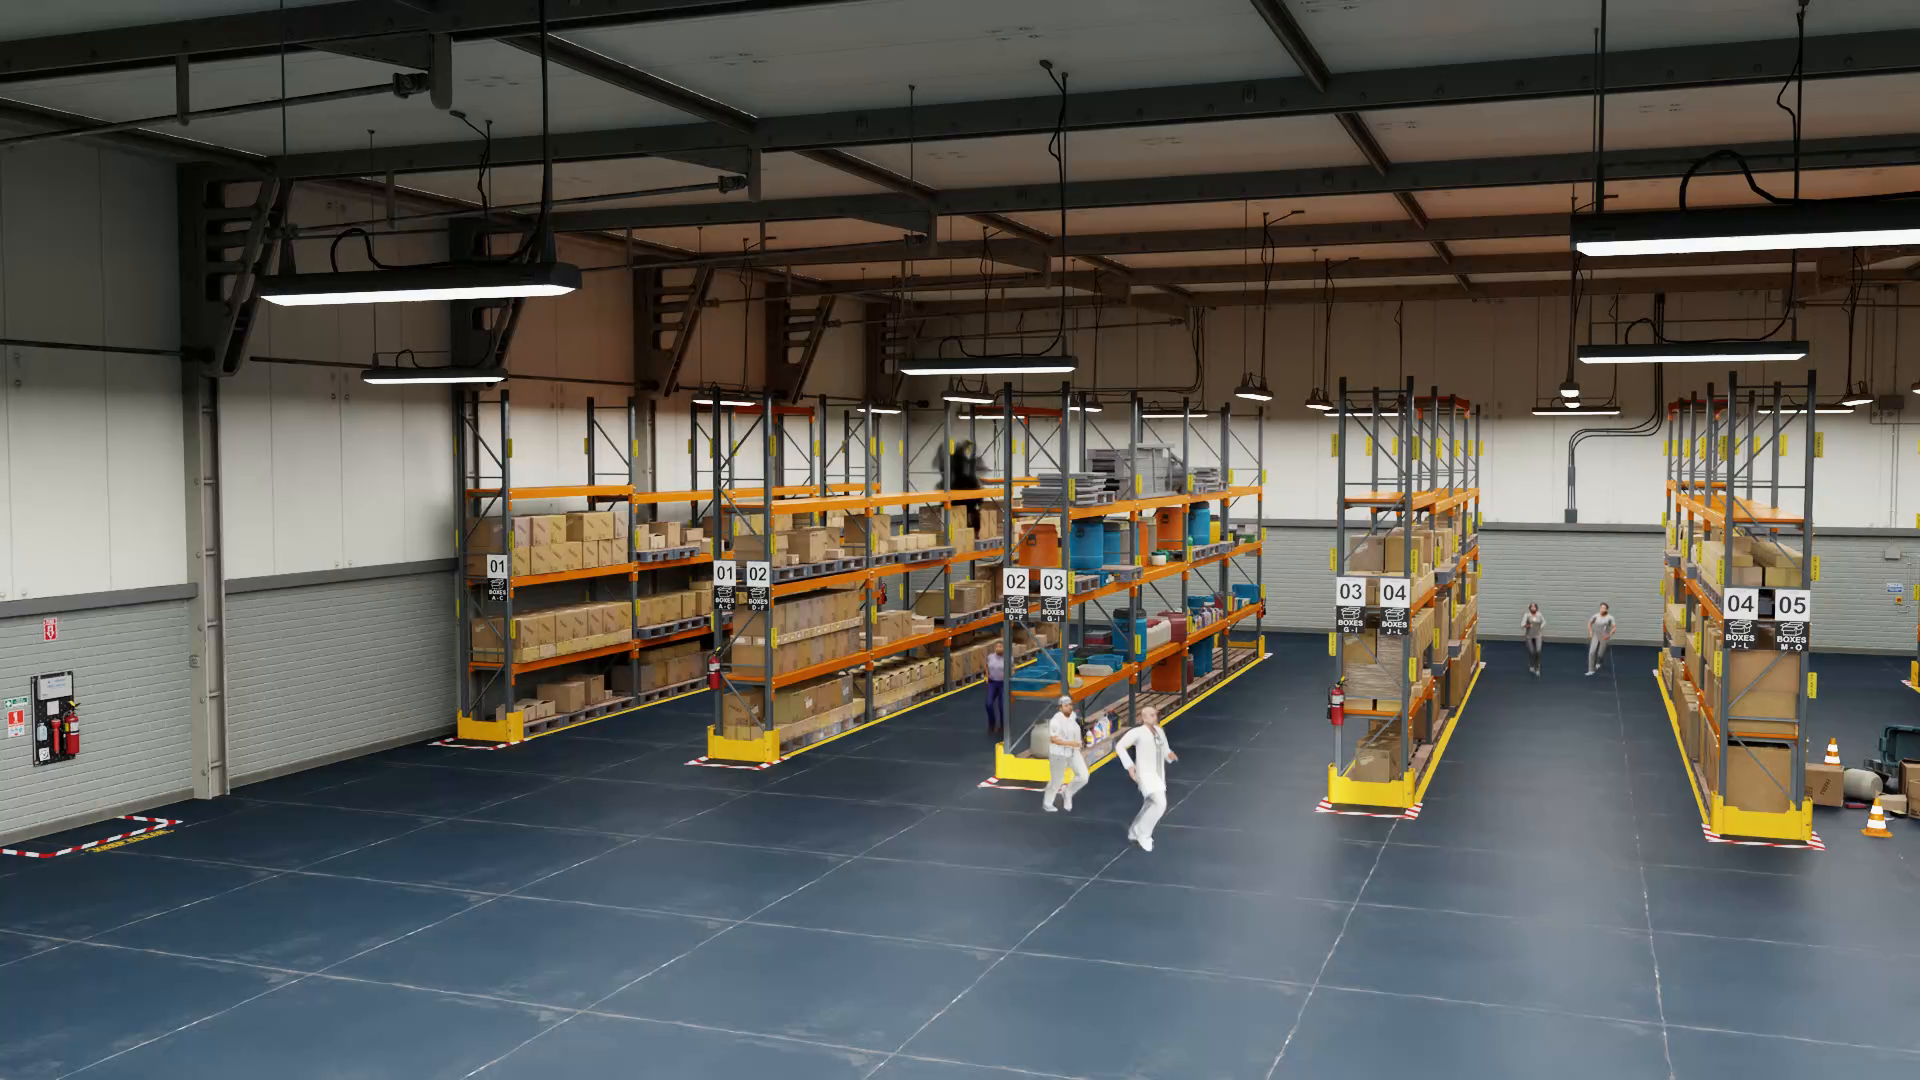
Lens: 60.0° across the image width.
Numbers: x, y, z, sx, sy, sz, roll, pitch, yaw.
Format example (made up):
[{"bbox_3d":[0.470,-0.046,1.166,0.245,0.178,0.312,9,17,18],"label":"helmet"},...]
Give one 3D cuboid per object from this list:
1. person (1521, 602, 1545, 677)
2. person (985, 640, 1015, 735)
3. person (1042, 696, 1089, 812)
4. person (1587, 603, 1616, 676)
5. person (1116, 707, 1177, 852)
[{"bbox_3d":[12.647,2.181,36.697,0.525,1.631,0.659,1,3,16],"label":"person"},{"bbox_3d":[0.677,2.594,29.092,0.579,1.677,0.703,1,3,12],"label":"person"},{"bbox_3d":[1.462,2.923,22.665,0.623,1.619,0.783,-2,4,-33],"label":"person"},{"bbox_3d":[14.224,2.190,36.857,0.614,1.604,0.743,2,4,34],"label":"person"},{"bbox_3d":[2.384,2.976,20.746,0.761,1.789,0.684,3,4,43],"label":"person"}]
